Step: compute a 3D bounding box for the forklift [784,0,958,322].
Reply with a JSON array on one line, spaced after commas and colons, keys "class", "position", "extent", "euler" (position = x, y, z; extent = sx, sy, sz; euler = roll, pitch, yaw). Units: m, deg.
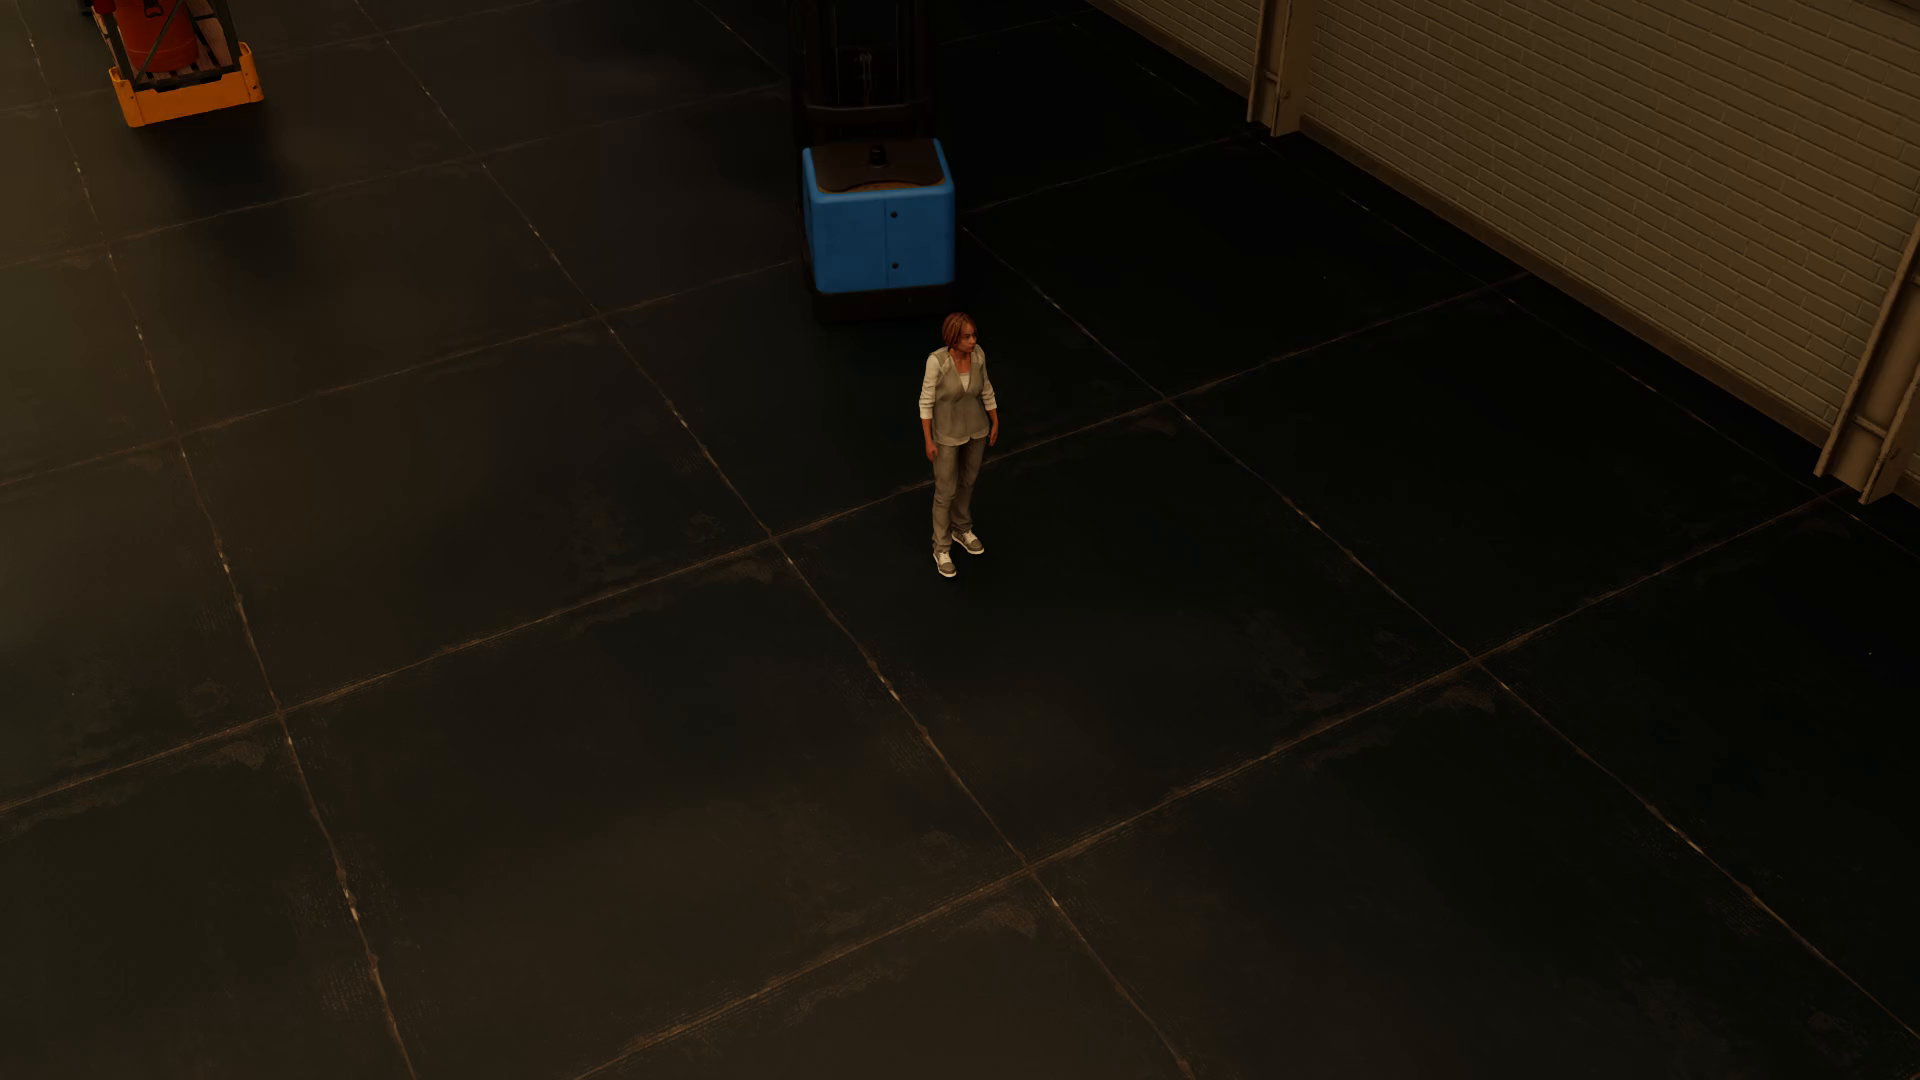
[{"class": "forklift", "position": [-0.757, -3.657, 12.445], "extent": [1.130, 2.935, 3.031], "euler": [-6, 40, -7]}]

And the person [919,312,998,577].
[{"class": "person", "position": [0.026, -0.569, 9.767], "extent": [0.521, 1.584, 0.473], "euler": [-20, 44, -23]}]
